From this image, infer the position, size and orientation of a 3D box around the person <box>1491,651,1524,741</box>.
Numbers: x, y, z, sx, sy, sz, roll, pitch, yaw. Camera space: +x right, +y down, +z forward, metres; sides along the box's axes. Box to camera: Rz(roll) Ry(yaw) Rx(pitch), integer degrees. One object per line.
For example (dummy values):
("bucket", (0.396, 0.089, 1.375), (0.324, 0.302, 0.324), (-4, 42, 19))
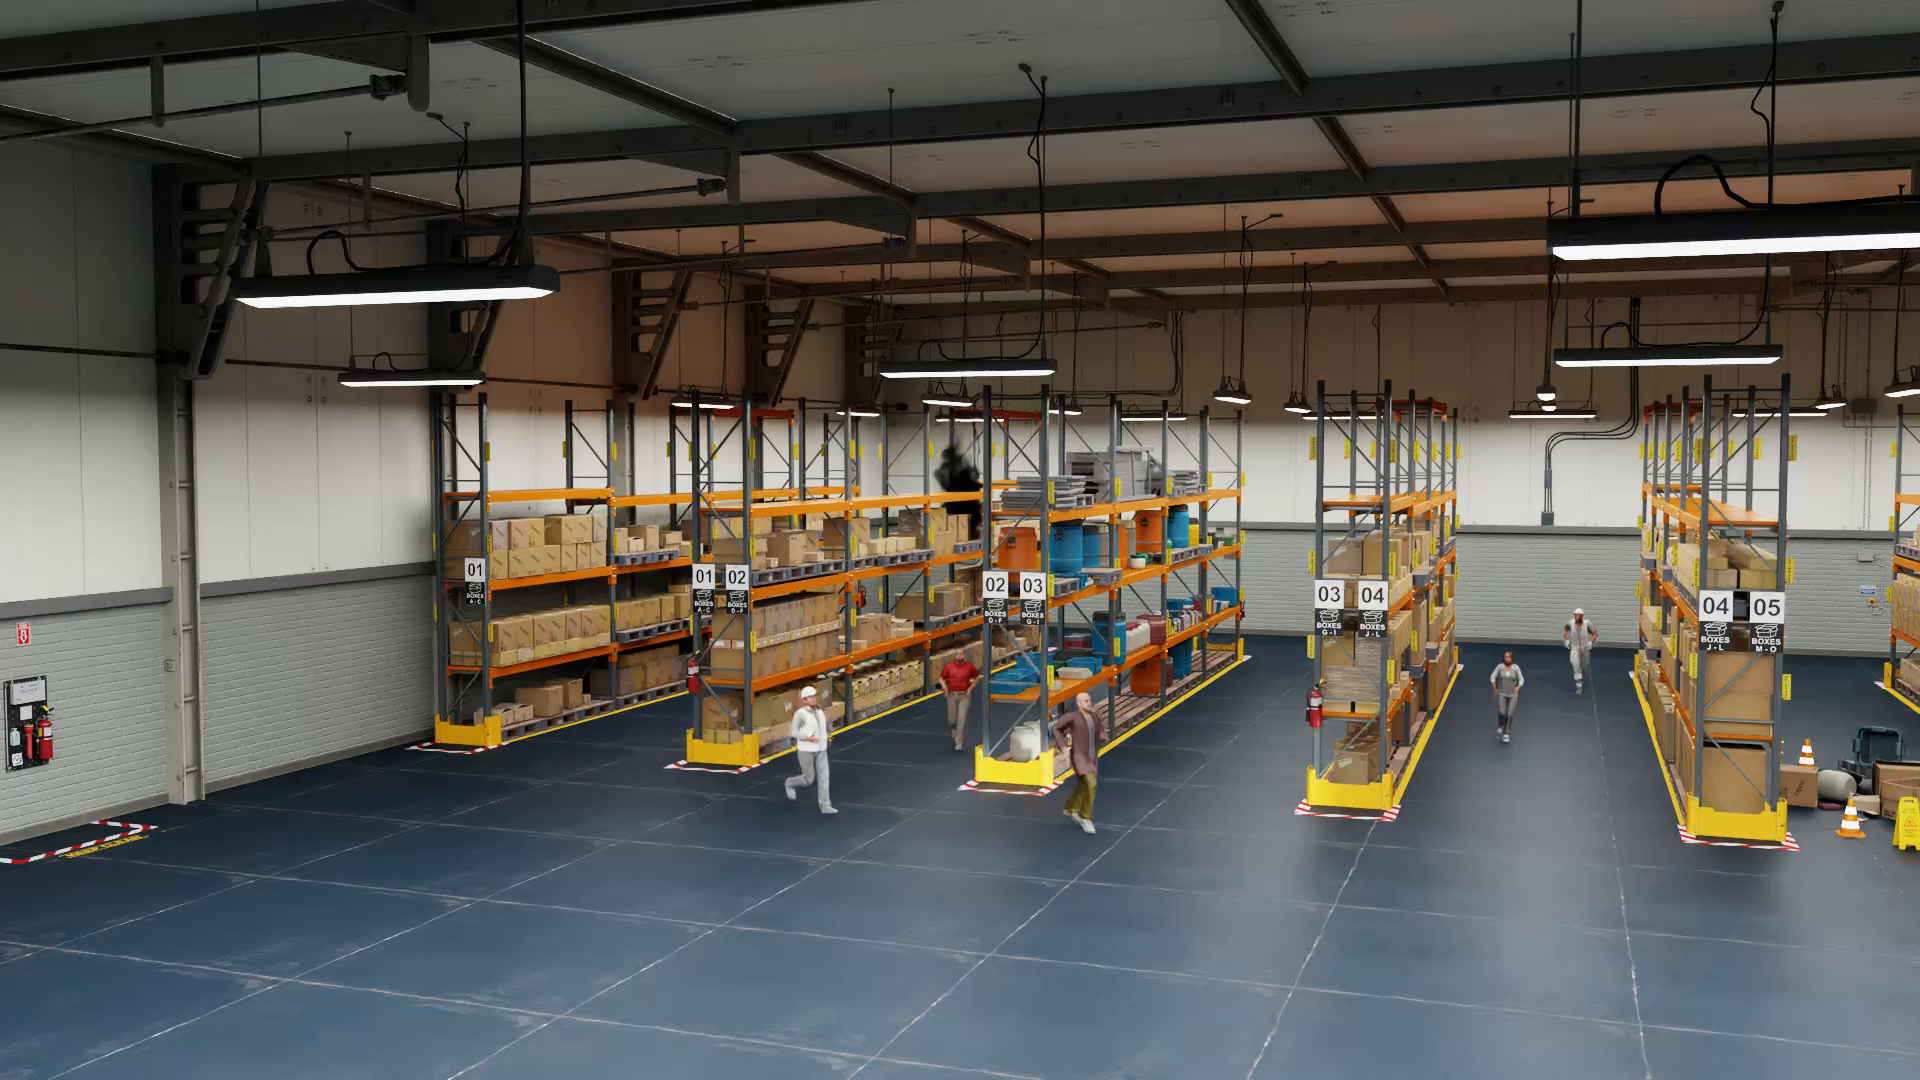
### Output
("person", (9.429, 2.701, 28.634), (0.545, 1.553, 0.530), (1, 3, 14))

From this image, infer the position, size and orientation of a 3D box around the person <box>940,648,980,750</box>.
("person", (-0.017, 2.664, 28.046), (0.664, 1.676, 0.783), (0, 3, 3))

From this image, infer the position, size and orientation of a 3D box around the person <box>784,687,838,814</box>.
("person", (-2.031, 2.902, 23.037), (0.677, 1.743, 0.984), (-3, 4, -44))

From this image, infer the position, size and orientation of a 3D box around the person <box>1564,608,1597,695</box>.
("person", (12.909, 2.288, 34.620), (0.659, 1.772, 1.113), (1, 3, 21))

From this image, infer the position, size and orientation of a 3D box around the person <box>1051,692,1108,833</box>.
("person", (1.637, 2.942, 22.063), (0.671, 1.845, 0.835), (-3, 4, -44))
